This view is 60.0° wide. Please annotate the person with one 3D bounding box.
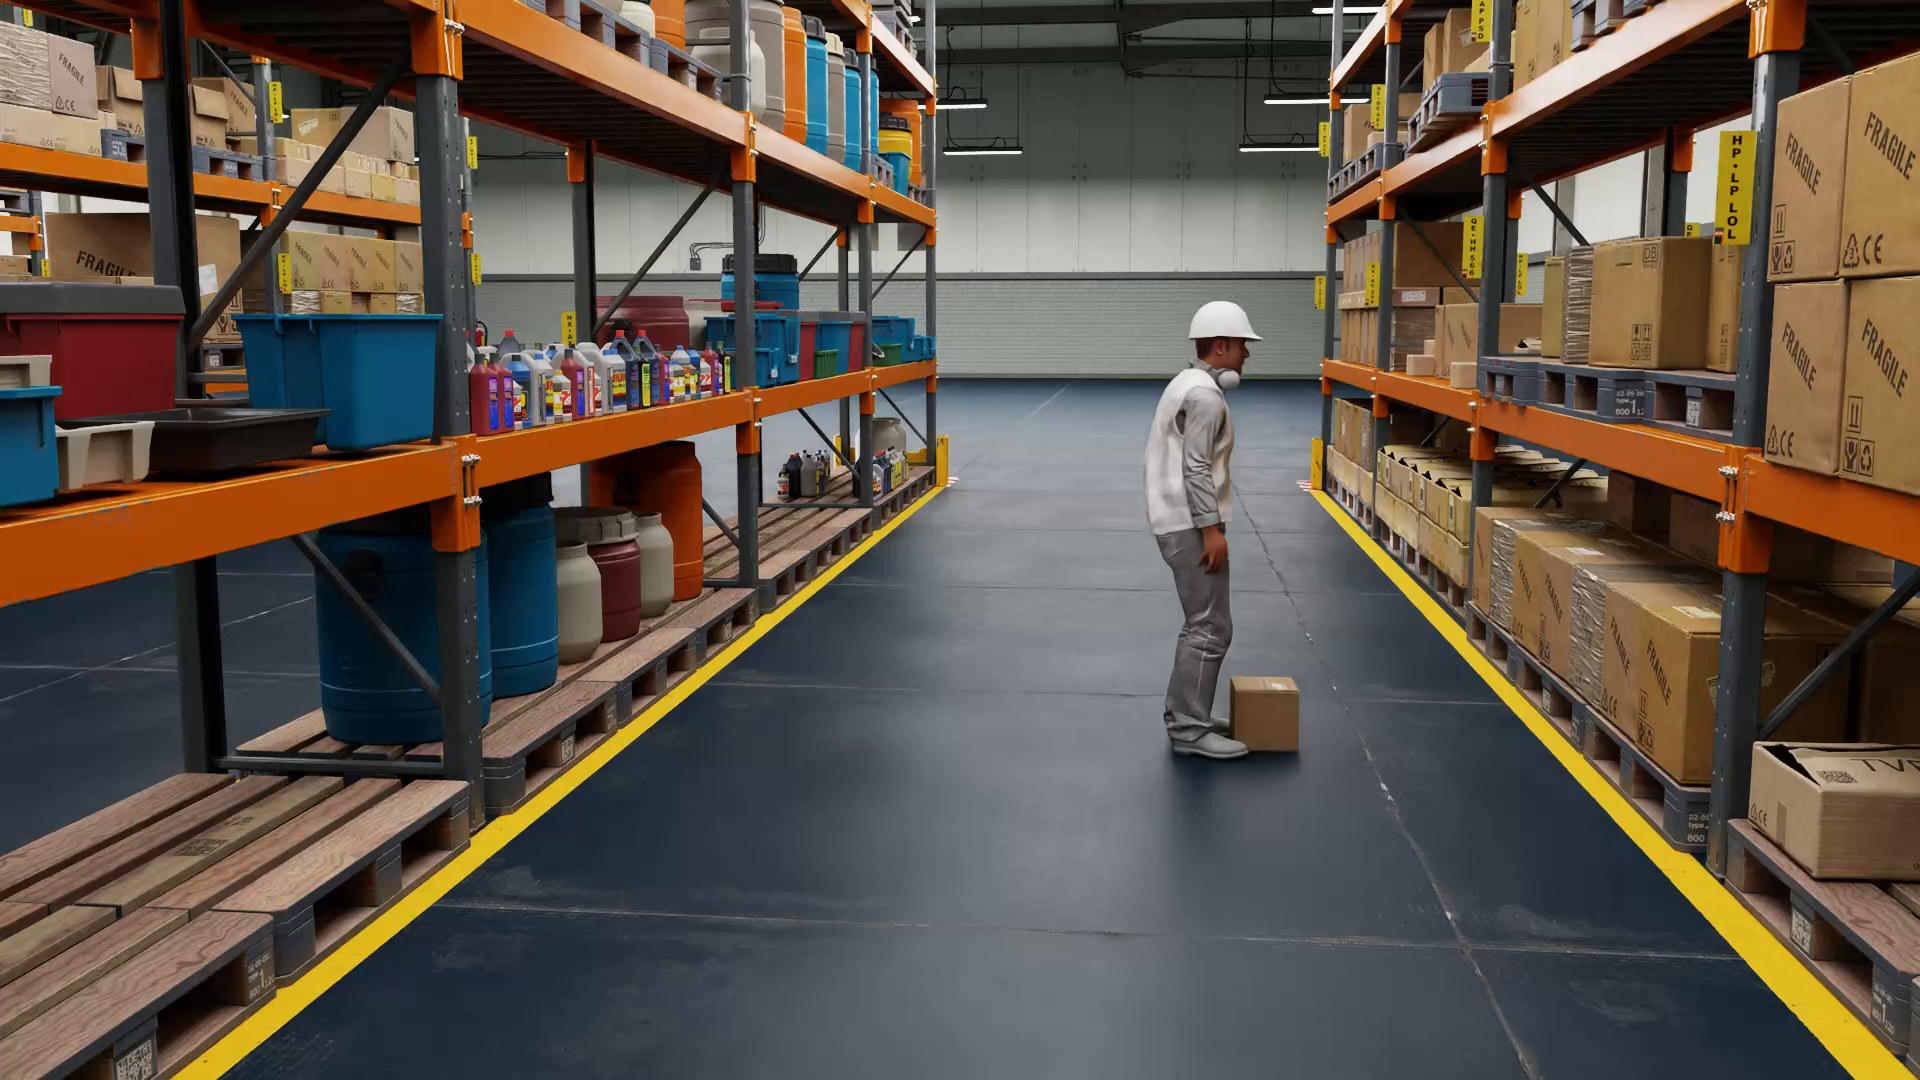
[{"bbox_3d":[0.960,-0.054,6.620,0.466,1.766,0.579,0,8,4],"label":"person"}]
